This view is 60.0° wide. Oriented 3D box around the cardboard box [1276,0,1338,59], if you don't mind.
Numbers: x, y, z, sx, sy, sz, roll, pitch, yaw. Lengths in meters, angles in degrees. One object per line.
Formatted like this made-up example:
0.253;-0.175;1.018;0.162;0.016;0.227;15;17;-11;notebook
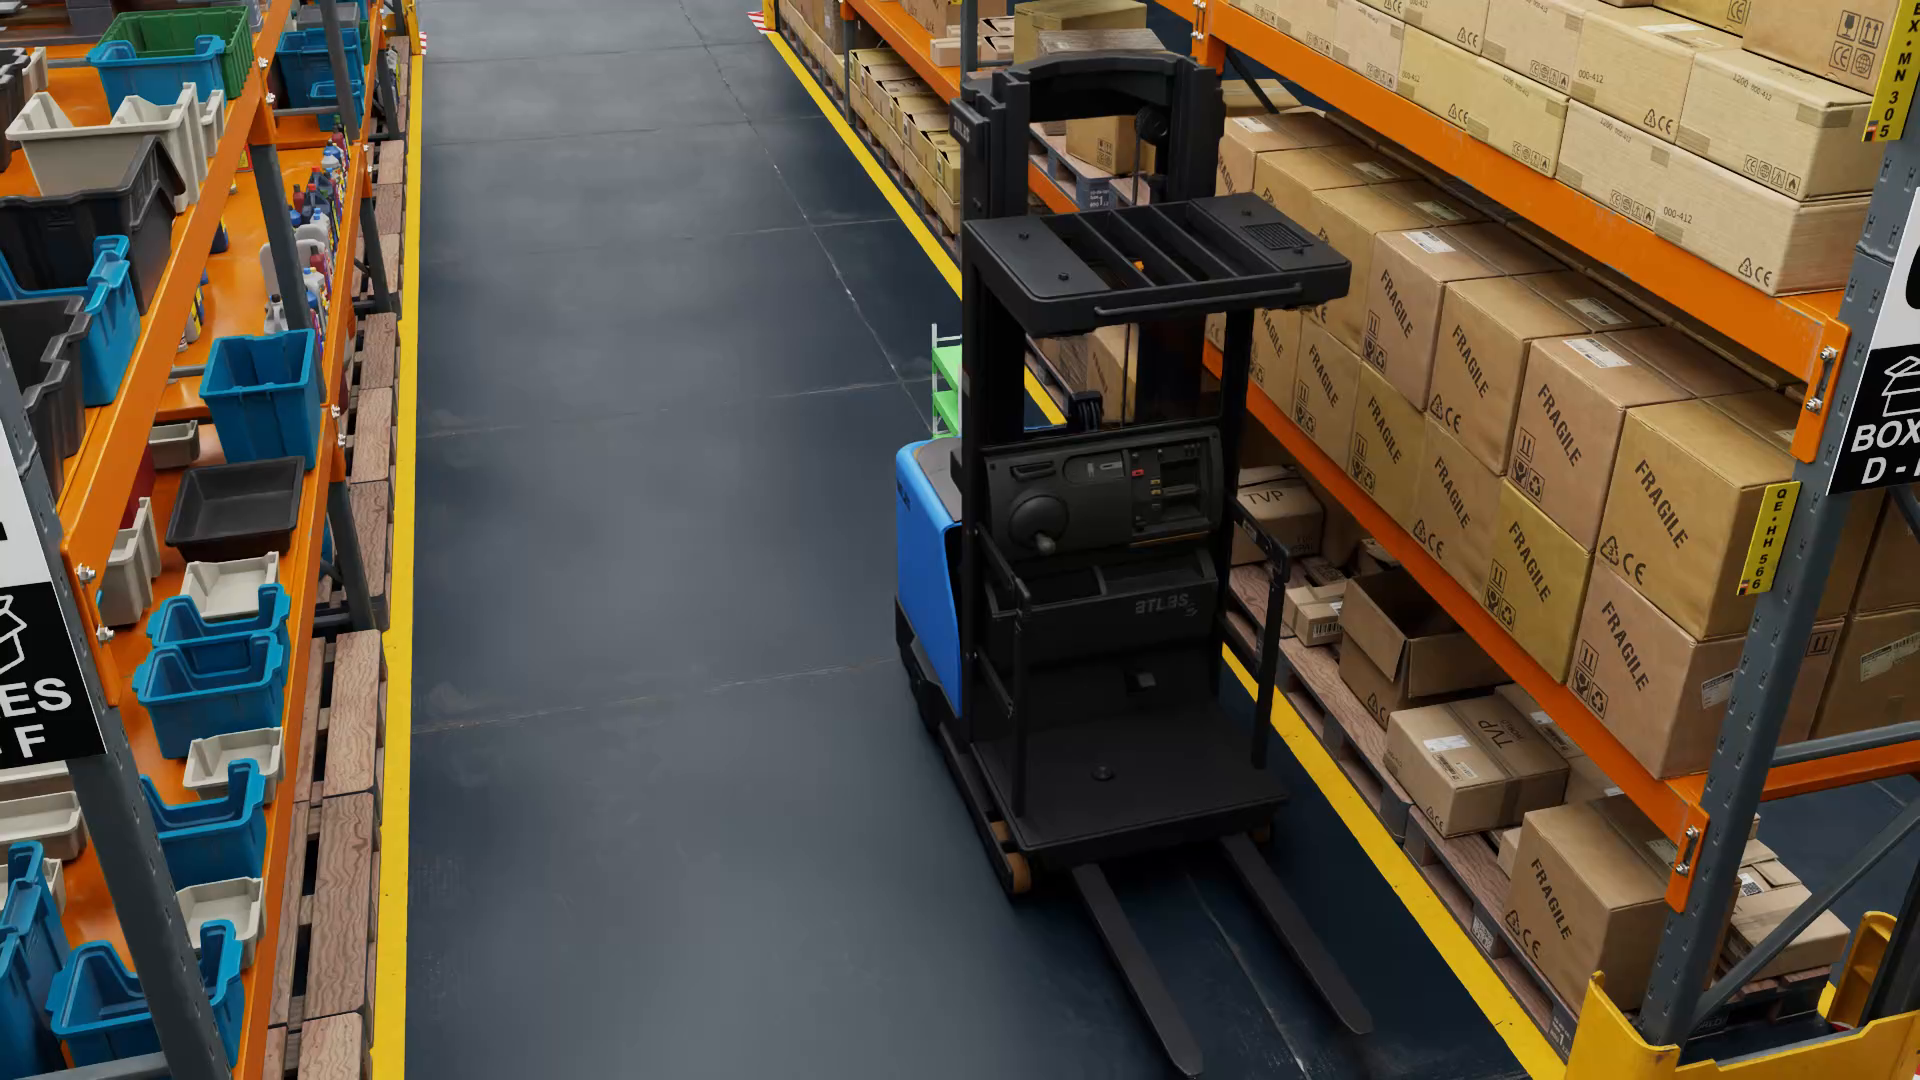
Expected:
1.582;-2.083;6.509;0.500;0.250;0.500;-8;31;-13;cardboard box

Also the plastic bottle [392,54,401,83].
-5.412;-4.488;15.790;0.152;0.276;0.135;-9;31;-15;plastic bottle

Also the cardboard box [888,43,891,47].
-0.382;-4.805;15.634;0.500;0.500;0.500;-8;31;-13;cardboard box

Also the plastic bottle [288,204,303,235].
-3.472;-1.614;8.673;0.097;0.271;0.097;0;30;0;plastic bottle

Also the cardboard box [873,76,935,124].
-0.425;-3.732;13.970;0.500;0.311;0.500;-9;31;-15;cardboard box

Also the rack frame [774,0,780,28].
-1.623;-7.155;18.117;1.000;3.000;0.127;-8;31;-13;rack frame

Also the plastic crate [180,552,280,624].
-2.462;0.187;5.636;0.293;0.136;0.466;-8;31;-13;plastic crate

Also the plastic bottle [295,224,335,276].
-3.277;-1.482;8.440;0.152;0.276;0.135;-8;31;-13;plastic bottle

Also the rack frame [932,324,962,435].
-0.021;-0.557;8.515;0.240;1.200;0.015;-8;31;-13;rack frame

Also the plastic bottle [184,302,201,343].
-3.635;-1.101;7.706;0.144;0.351;0.185;-8;31;-13;plastic bottle

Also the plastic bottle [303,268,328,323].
-3.071;-1.157;7.883;0.097;0.271;0.097;0;30;0;plastic bottle

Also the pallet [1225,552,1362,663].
1.744;0.180;8.229;1.003;0.211;1.213;-8;31;-13;pallet

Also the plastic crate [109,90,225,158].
-2.510;-1.323;5.310;0.293;0.136;0.466;-8;31;-13;plastic crate

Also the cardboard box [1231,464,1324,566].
1.465;-0.154;8.267;0.500;0.311;0.500;-8;31;-13;cardboard box

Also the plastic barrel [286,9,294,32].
-5.100;-3.779;12.149;0.433;0.535;0.433;0;30;0;plastic barrel

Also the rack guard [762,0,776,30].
-1.629;-6.085;18.763;1.175;0.500;0.348;-8;31;-13;rack guard

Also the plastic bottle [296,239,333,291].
-3.216;-1.370;8.246;0.152;0.276;0.135;-8;31;-13;plastic bottle

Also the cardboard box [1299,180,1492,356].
1.690;-1.073;6.511;0.500;0.500;0.500;-9;31;-15;cardboard box

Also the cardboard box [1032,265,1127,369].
0.762;-1.395;10.222;0.500;0.500;0.500;-9;31;-15;cardboard box

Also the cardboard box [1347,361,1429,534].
1.841;-0.386;6.322;0.500;0.500;0.500;-8;31;-14;cardboard box

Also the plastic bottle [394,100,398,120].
-5.000;-3.788;14.584;0.097;0.271;0.097;0;30;0;plastic bottle

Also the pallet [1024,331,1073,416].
0.983;-1.130;10.492;1.003;0.211;1.213;-8;31;-13;pallet

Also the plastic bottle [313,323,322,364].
-2.900;-0.886;7.402;0.061;0.283;0.133;-8;31;-13;plastic bottle

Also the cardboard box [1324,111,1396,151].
1.946;-1.625;7.466;0.500;0.500;0.500;-8;31;-13;cardboard box

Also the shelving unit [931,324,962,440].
0.044;-0.439;8.311;0.258;1.200;0.503;-8;31;-13;shelving unit

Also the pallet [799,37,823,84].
-1.059;-4.996;17.171;1.003;0.211;1.213;-8;31;-13;pallet

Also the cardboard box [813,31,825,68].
-1.165;-4.892;16.533;0.500;0.250;0.500;-8;31;-13;cardboard box

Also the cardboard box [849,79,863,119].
-0.693;-3.987;14.969;0.500;0.250;0.500;-9;31;-14;cardboard box

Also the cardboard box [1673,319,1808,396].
2.614;-0.404;5.356;0.500;0.500;0.500;-8;31;-13;cardboard box

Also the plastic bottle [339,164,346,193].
-3.605;-2.099;9.580;0.097;0.201;0.097;0;30;0;plastic bottle

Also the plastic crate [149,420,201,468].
-3.229;-0.370;6.599;0.396;0.136;0.243;-8;31;-13;plastic crate

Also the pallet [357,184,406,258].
-4.764;-2.395;12.677;1.003;0.211;1.213;-8;31;-13;pallet

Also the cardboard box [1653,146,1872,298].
2.234;-0.874;4.420;0.500;0.250;0.500;-8;31;-13;cardboard box

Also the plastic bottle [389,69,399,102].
-5.202;-4.146;15.124;0.144;0.351;0.185;-9;31;-15;plastic bottle

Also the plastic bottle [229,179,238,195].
-4.235;-2.098;9.579;0.097;0.201;0.097;0;30;0;plastic bottle

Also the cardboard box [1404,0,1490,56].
1.841;-1.815;5.548;0.500;0.250;0.500;-8;31;-13;cardboard box

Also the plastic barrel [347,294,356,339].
-4.130;-1.643;10.341;0.600;0.830;0.708;-8;31;-13;plastic barrel

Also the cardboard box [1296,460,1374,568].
1.987;-0.230;8.209;0.500;0.500;0.500;-8;31;-13;cardboard box

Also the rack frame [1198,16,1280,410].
1.562;-1.359;8.104;1.000;3.000;0.127;-8;31;-13;rack frame

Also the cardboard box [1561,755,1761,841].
2.621;1.031;6.281;0.500;0.250;0.500;-8;31;-13;cardboard box

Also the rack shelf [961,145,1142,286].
1.032;-2.014;9.953;1.077;0.370;4.000;-8;31;-13;rack shelf

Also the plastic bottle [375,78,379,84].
-5.307;-4.075;15.080;0.097;0.271;0.097;0;30;0;plastic bottle

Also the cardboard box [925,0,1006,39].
0.040;-4.142;12.813;0.500;0.500;0.500;-10;31;-16;cardboard box

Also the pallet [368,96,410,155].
-5.476;-3.689;14.913;1.003;0.211;1.213;-8;31;-13;pallet

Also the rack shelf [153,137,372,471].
-3.745;-1.357;8.818;1.077;0.370;4.000;-8;31;-13;rack shelf

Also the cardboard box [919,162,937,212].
-0.014;-2.753;12.837;0.500;0.250;0.500;-8;31;-14;cardboard box

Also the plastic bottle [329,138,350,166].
-3.744;-2.351;10.016;0.097;0.201;0.097;0;30;0;plastic bottle

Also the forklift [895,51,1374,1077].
0.613;-0.129;6.047;1.130;2.935;3.031;-9;31;-14;forklift

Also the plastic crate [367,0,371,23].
-4.914;-4.401;13.295;0.402;0.464;0.583;-8;31;-13;plastic crate

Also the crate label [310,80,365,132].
-4.026;-2.815;10.786;0.303;0.233;0.416;-8;31;-13;crate label

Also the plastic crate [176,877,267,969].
-1.906;0.989;4.251;0.250;0.136;0.298;-8;31;-13;plastic crate

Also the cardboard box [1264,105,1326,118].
1.652;-1.843;8.420;0.700;0.500;0.500;-19;35;-30;cardboard box

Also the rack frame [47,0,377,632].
-3.214;-0.702;6.969;1.000;3.000;0.127;-8;31;-13;rack frame

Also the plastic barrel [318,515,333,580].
-3.342;-0.241;7.847;0.600;0.901;0.708;-8;31;-13;plastic barrel

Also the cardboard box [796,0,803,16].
-1.415;-5.701;17.183;0.500;0.500;0.500;-8;31;-13;cardboard box

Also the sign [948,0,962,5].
-0.034;-3.717;11.021;0.100;0.325;0.005;-8;31;-13;sign

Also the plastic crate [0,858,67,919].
-2.544;0.948;4.321;0.396;0.136;0.243;-8;31;-13;plastic crate
